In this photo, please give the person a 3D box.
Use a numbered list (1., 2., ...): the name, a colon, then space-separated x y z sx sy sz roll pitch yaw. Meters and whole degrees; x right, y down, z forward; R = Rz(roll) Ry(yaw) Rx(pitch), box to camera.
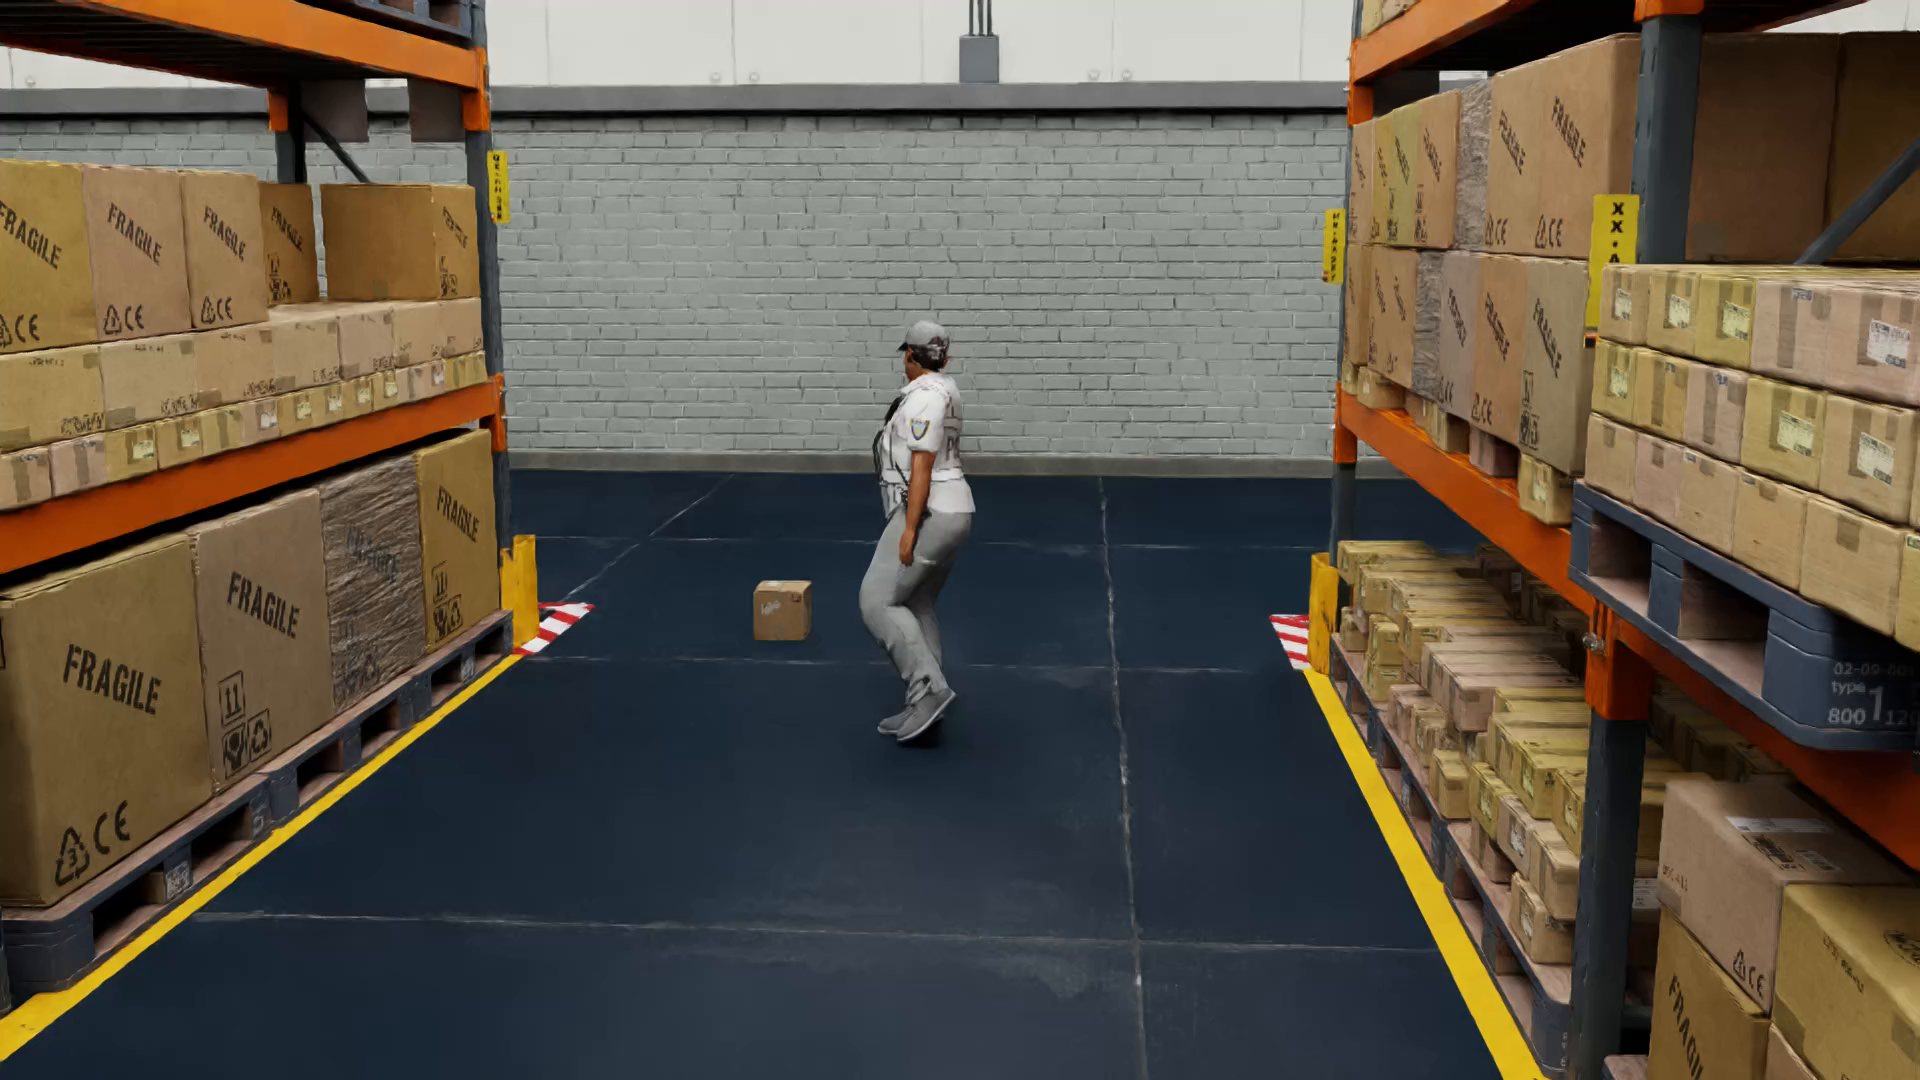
1. person: -0.168 -0.046 6.711 0.449 1.656 0.660 1 11 4
